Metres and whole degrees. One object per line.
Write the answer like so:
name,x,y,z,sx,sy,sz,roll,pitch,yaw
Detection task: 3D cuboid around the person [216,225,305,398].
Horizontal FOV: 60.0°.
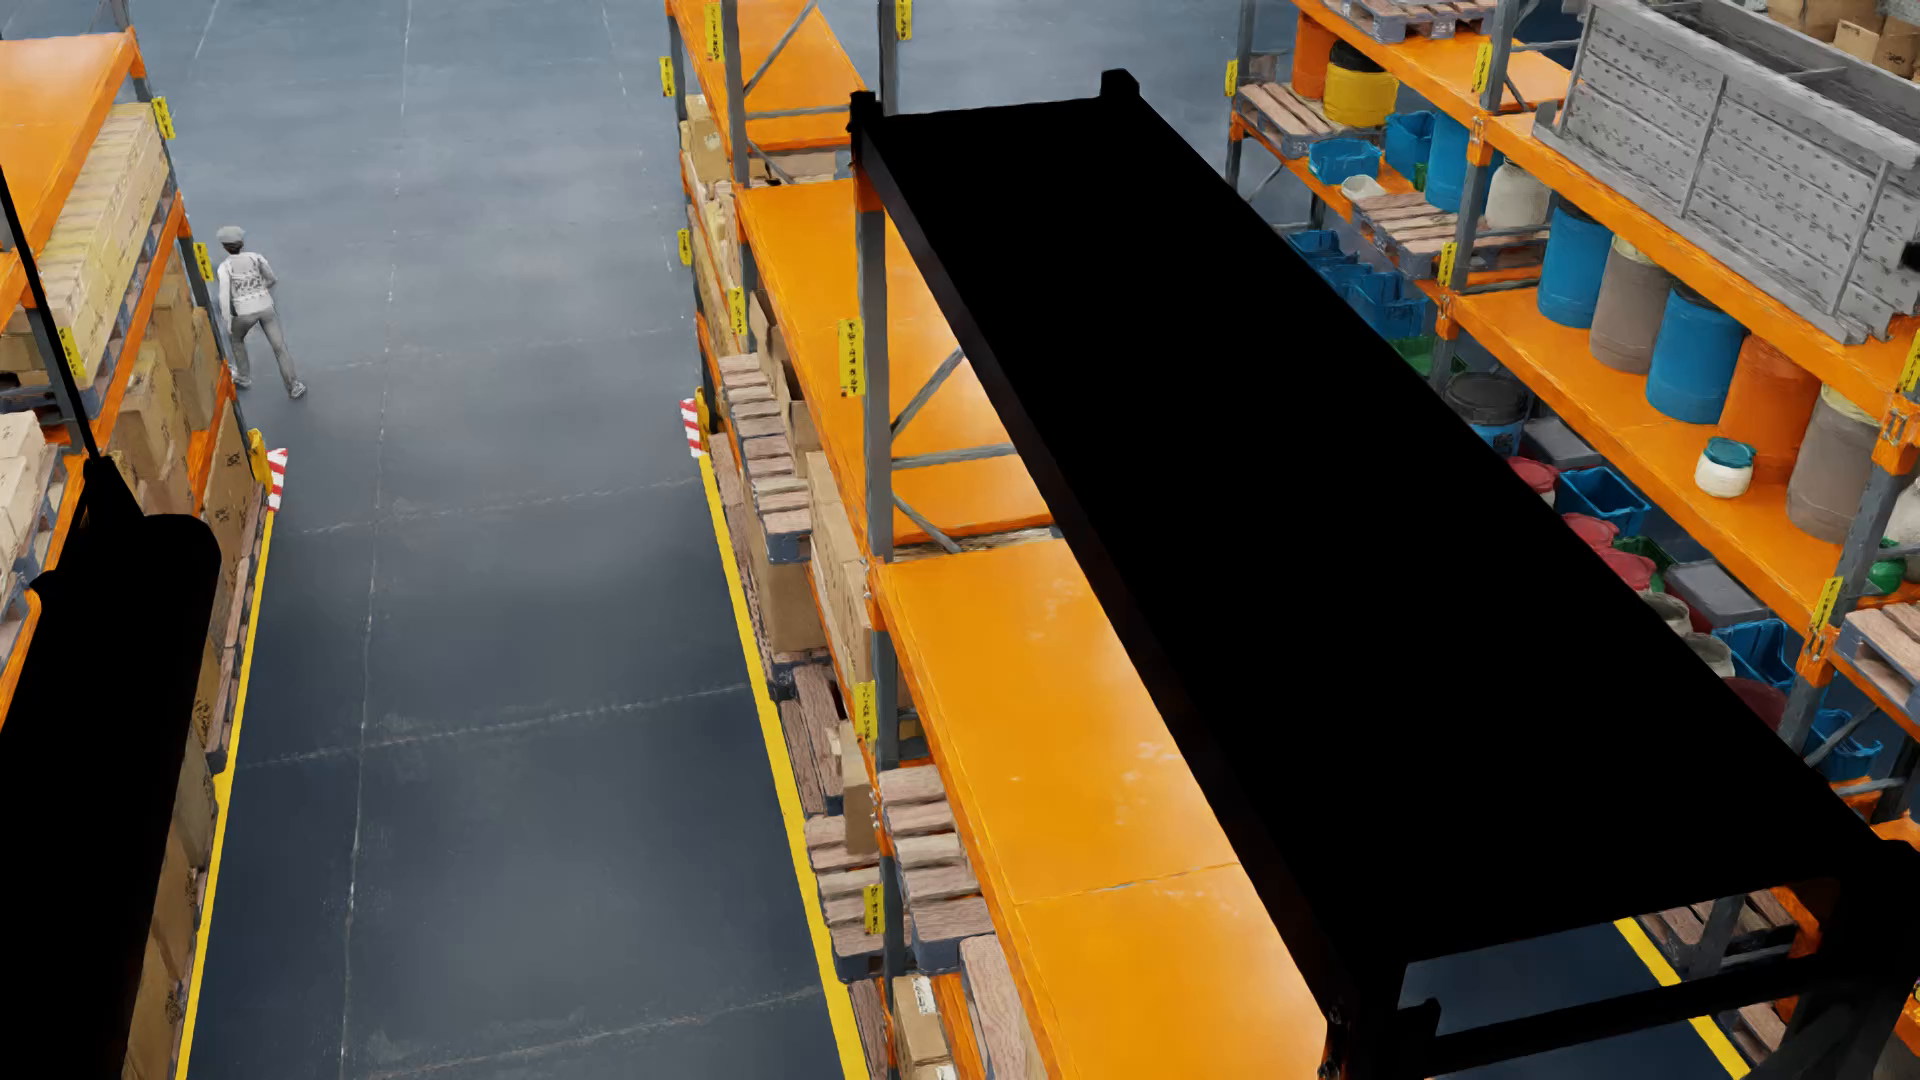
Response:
person,-6.729,-2.161,15.807,0.635,1.613,0.786,-21,39,-27
